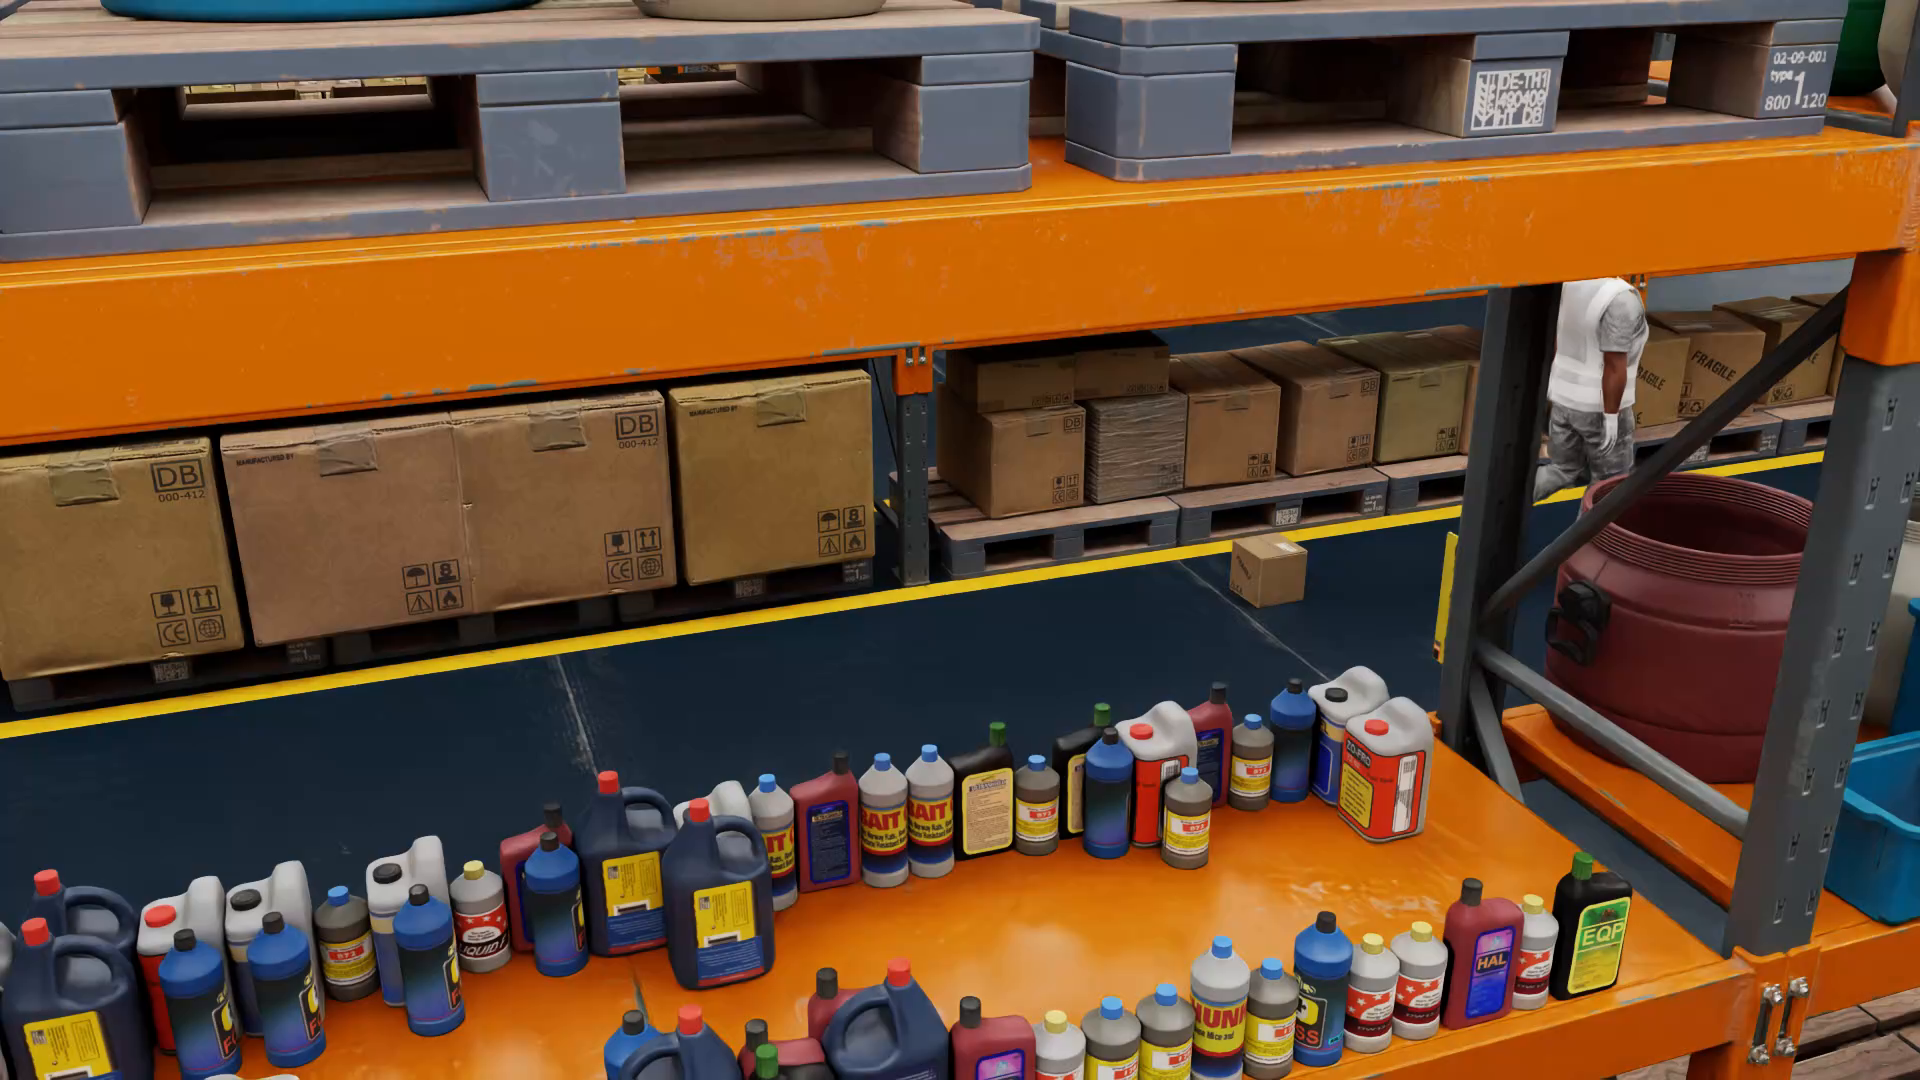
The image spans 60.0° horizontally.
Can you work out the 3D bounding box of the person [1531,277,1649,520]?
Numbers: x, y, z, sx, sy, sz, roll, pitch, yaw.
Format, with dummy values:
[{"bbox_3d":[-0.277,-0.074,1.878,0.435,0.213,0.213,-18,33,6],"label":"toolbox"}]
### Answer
[{"bbox_3d":[2.812,-0.637,7.589,0.794,1.765,0.566,-6,23,-14],"label":"person"}]
